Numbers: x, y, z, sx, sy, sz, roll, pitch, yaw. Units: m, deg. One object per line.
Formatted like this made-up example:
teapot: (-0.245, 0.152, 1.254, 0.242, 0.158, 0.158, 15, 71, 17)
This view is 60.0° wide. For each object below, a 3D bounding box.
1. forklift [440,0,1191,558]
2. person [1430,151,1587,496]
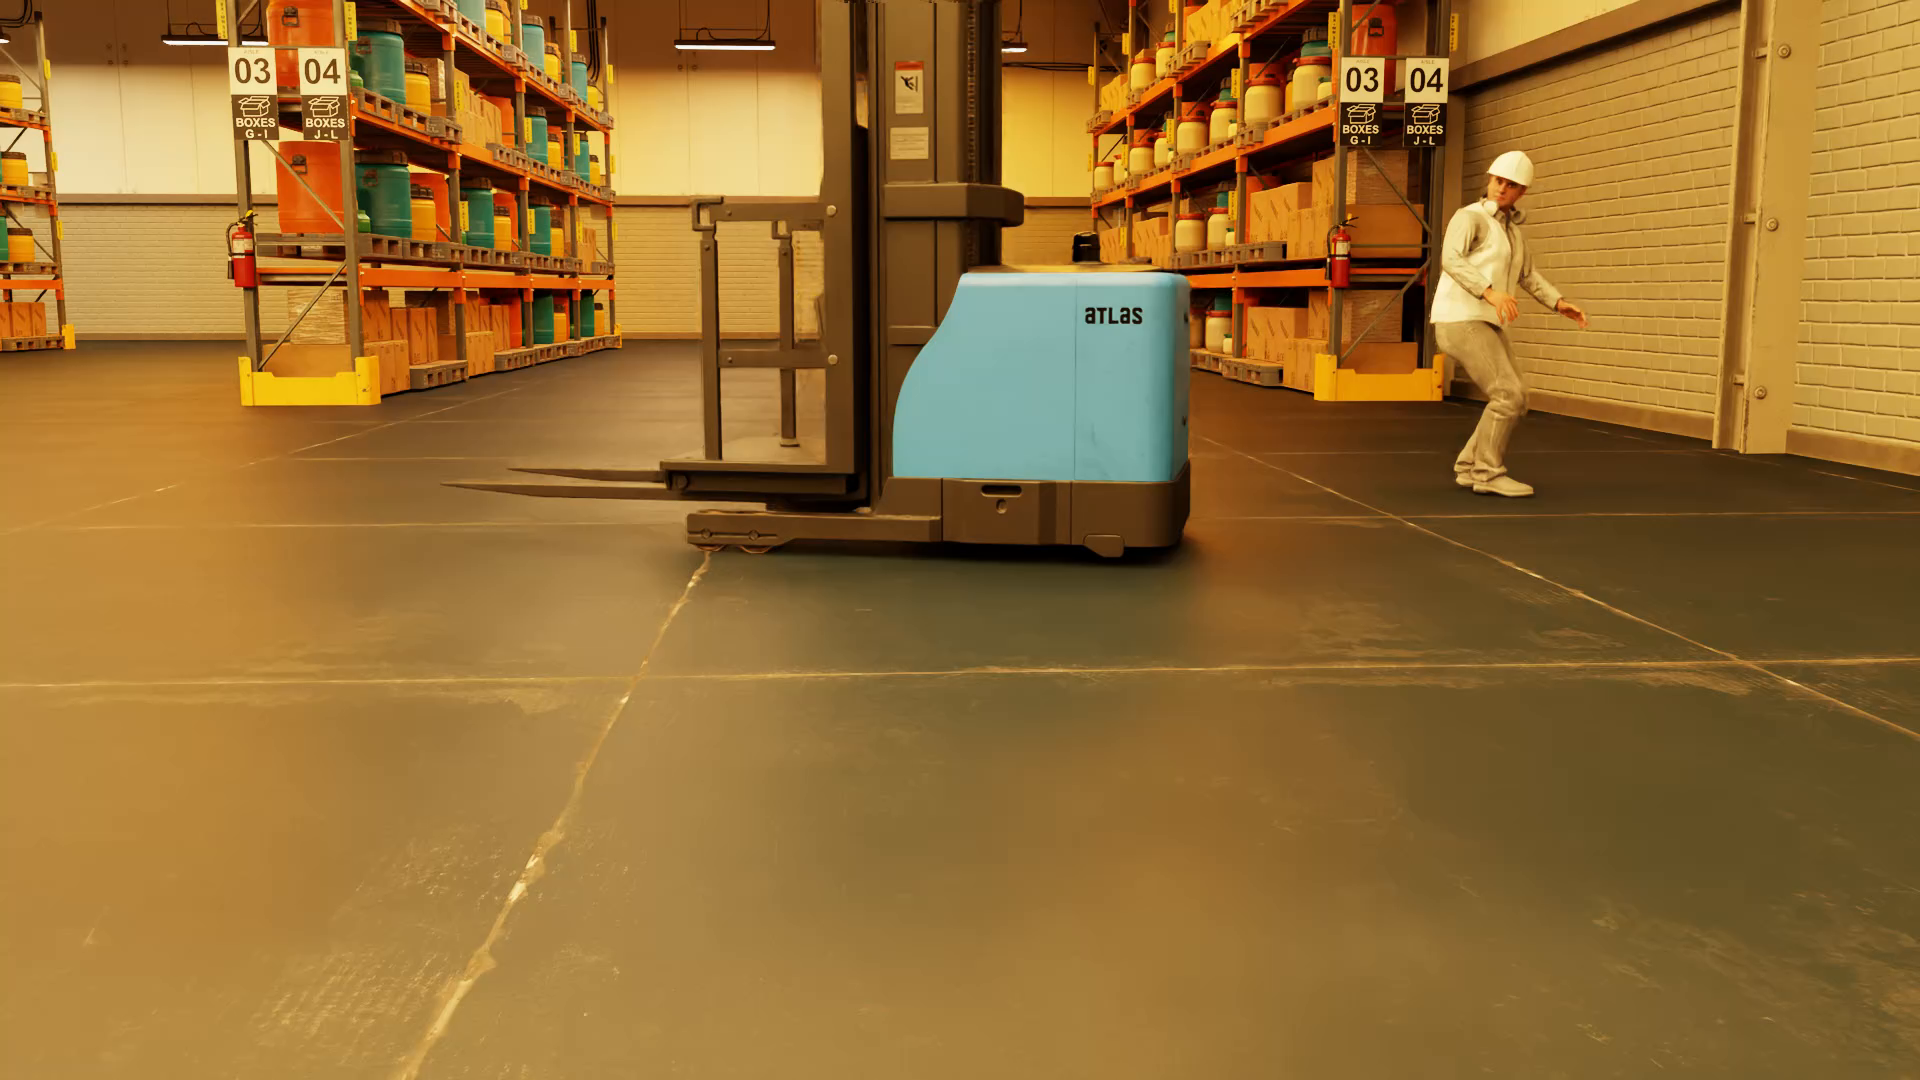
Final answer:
forklift: (-0.599, -1.467, 6.710, 3.031, 2.935, 1.130, 2, 9, 11)
person: (2.721, -1.060, 8.291, 0.666, 1.721, 0.765, 6, 10, 36)
